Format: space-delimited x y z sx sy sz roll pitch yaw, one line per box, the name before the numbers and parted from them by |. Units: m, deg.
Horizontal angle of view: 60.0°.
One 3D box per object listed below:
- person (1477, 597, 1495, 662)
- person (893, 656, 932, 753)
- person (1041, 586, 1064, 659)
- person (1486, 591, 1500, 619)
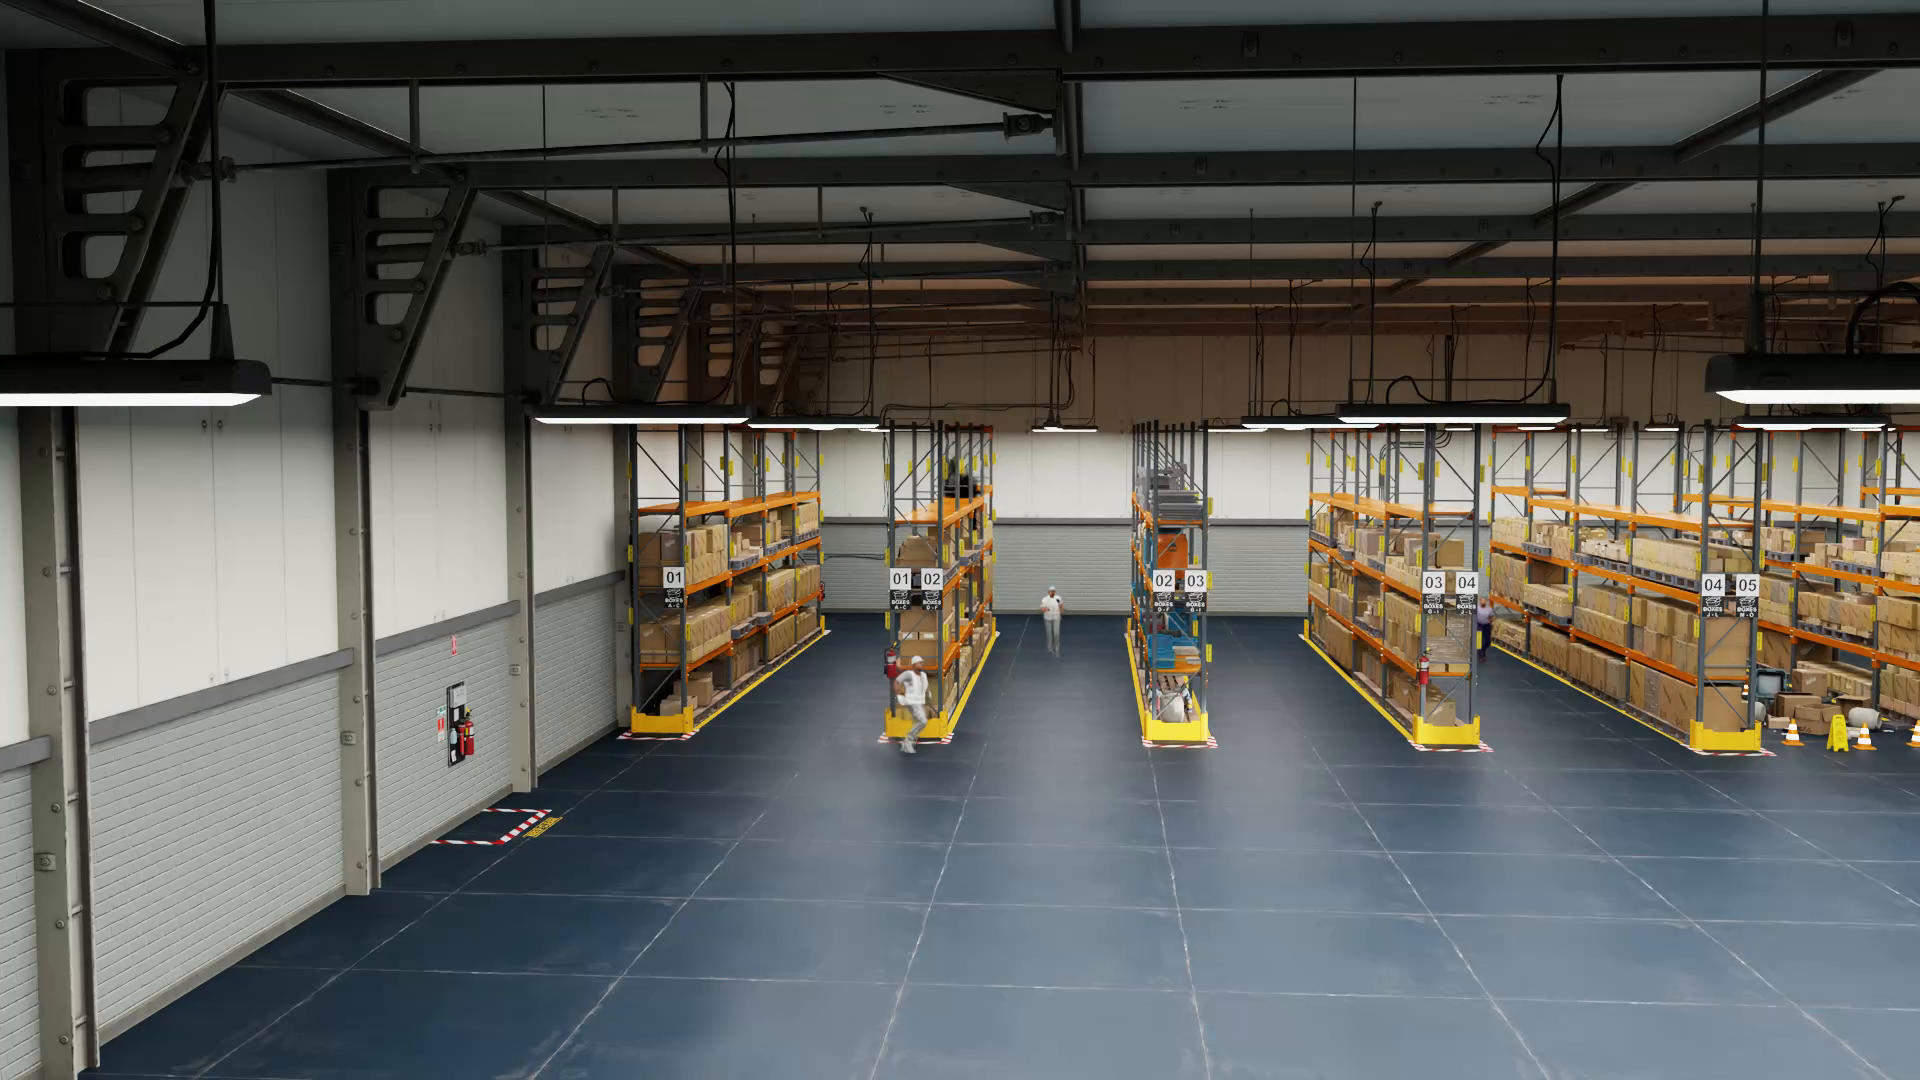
person | 13.237 2.242 42.113 0.618 1.619 0.878 0 4 4
person | -0.786 2.953 29.916 0.621 1.724 0.711 2 4 30
person | 2.284 2.032 41.168 0.583 1.786 0.720 0 4 -1
person | 15.232 1.858 47.637 0.570 1.686 0.727 2 4 32
